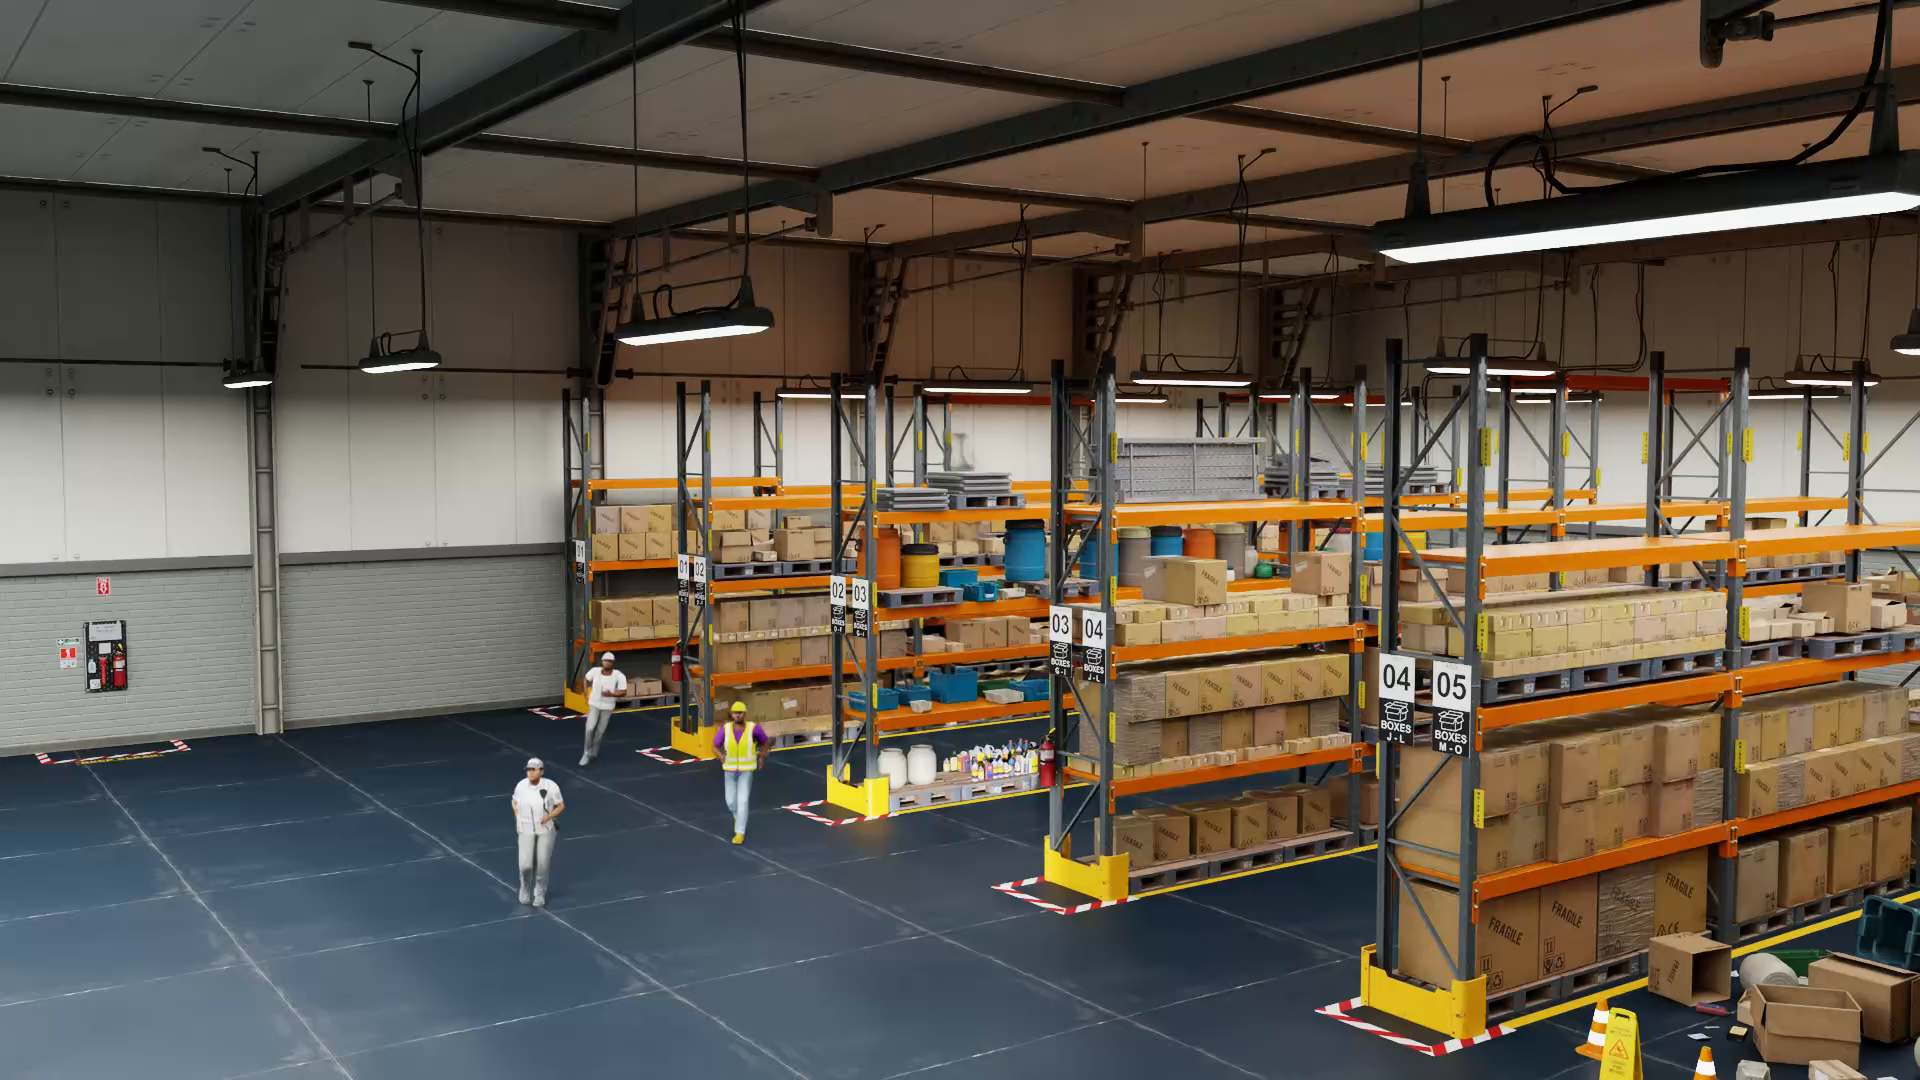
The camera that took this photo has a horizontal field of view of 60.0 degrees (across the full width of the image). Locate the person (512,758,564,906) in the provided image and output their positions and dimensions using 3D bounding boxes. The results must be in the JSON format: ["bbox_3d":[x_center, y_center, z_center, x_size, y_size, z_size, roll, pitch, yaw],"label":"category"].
[{"bbox_3d":[-4.603,3.185,18.072,0.588,1.633,0.567,0,4,-5],"label":"person"}]

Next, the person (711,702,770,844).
[{"bbox_3d":[-2.809,2.927,21.165,0.727,1.757,0.811,0,4,4],"label":"person"}]

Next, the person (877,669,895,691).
[{"bbox_3d":[-1.381,2.340,31.059,0.933,1.656,0.552,-3,5,-42],"label":"person"}]

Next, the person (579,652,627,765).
[{"bbox_3d":[-5.604,2.639,26.135,0.740,1.795,0.673,-1,4,-8],"label":"person"}]
